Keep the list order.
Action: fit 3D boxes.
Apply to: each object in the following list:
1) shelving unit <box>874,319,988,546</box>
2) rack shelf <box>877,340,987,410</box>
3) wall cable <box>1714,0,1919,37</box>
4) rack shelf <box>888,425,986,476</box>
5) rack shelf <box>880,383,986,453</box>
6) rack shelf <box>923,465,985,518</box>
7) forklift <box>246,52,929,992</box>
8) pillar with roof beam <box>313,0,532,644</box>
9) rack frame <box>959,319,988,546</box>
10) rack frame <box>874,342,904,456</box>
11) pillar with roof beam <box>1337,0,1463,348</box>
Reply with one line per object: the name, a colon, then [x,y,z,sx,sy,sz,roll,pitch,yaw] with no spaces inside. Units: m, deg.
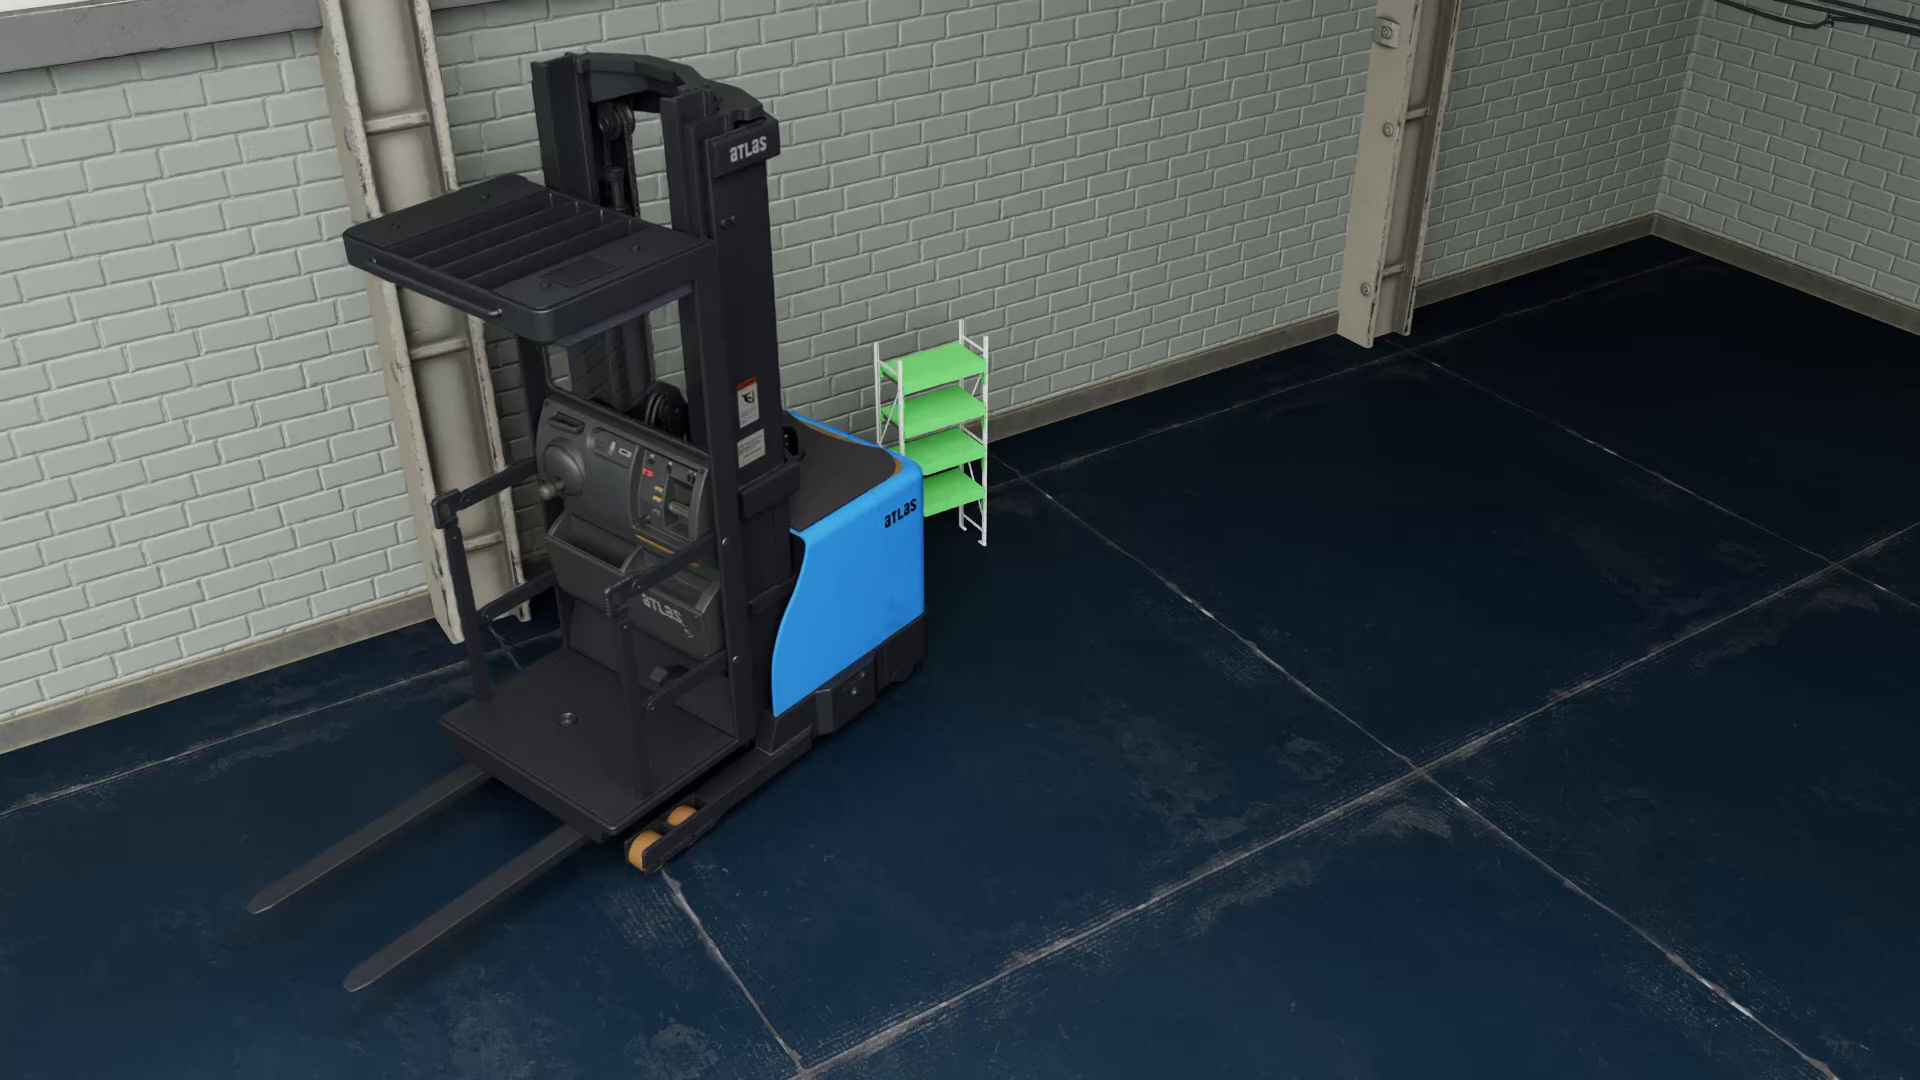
shelving unit: [-0.139,-0.460,8.354,0.503,1.200,0.258,-19,37,-27]
rack shelf: [-0.139,-0.812,8.132,0.480,0.148,0.258,-19,37,-27]
wall cable: [5.895,-4.112,9.744,0.112,2.526,3.097,-19,37,-27]
rack shelf: [-0.139,-0.406,8.388,0.480,0.148,0.258,-19,37,-27]
rack shelf: [-0.139,-0.609,8.260,0.480,0.148,0.258,-19,37,-27]
rack shelf: [-0.139,-0.203,8.516,0.480,0.148,0.258,-19,37,-27]
forklift: [-1.454,-0.212,6.338,1.130,2.935,3.031,23,39,32]
pillar with roof beam: [-0.009,-1.501,2.696,0.400,9.000,9.100,-19,37,-27]
rack frame: [0.066,-0.530,8.466,0.015,1.200,0.240,-19,37,-27]
rack frame: [-0.344,-0.389,8.242,0.015,1.200,0.240,-19,37,-27]
pillar with roof beam: [5.034,-3.236,5.445,0.400,9.000,9.100,-19,37,-27]
